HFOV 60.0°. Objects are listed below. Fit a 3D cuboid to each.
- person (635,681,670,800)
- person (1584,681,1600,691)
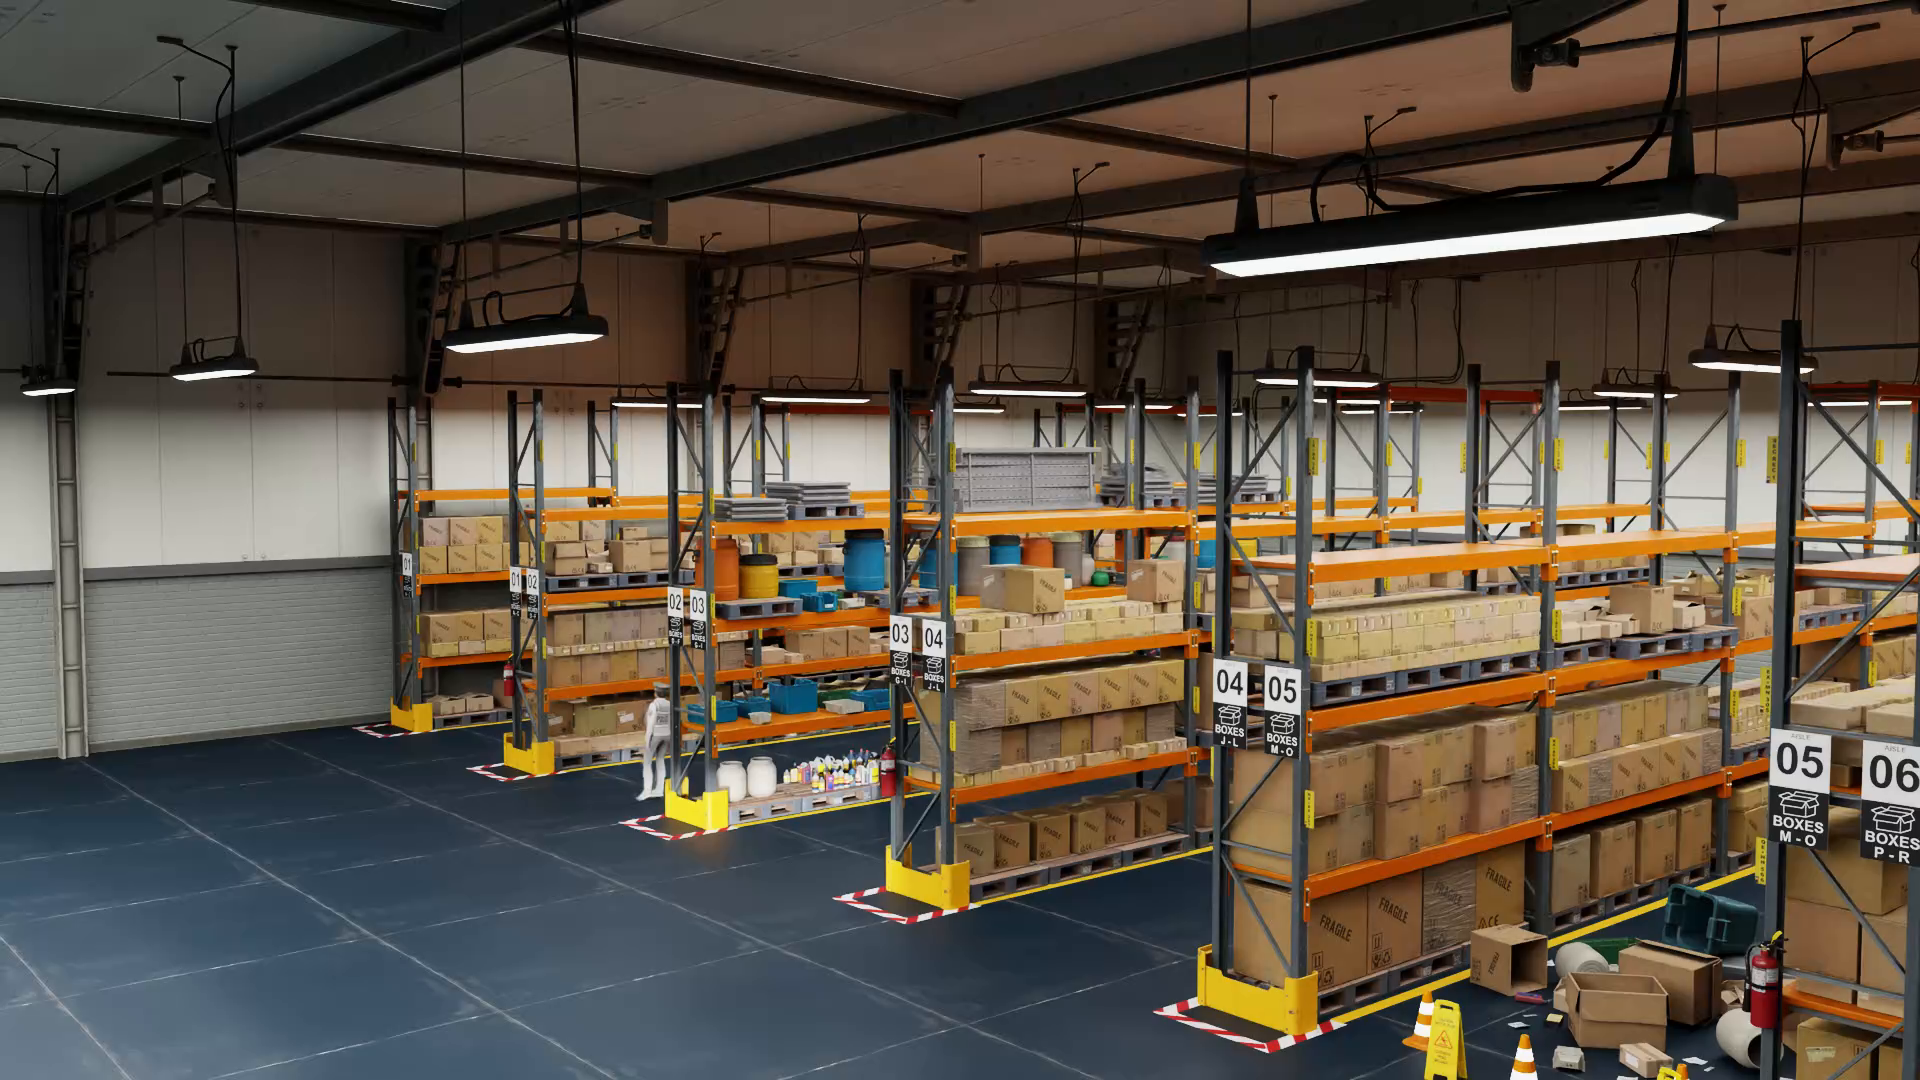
[{"bbox_3d":[-4.441,2.925,24.204,0.350,1.722,0.561,2,4,32],"label":"person"},{"bbox_3d":[9.508,2.896,25.290,0.863,1.551,0.472,0,3,0],"label":"person"}]
